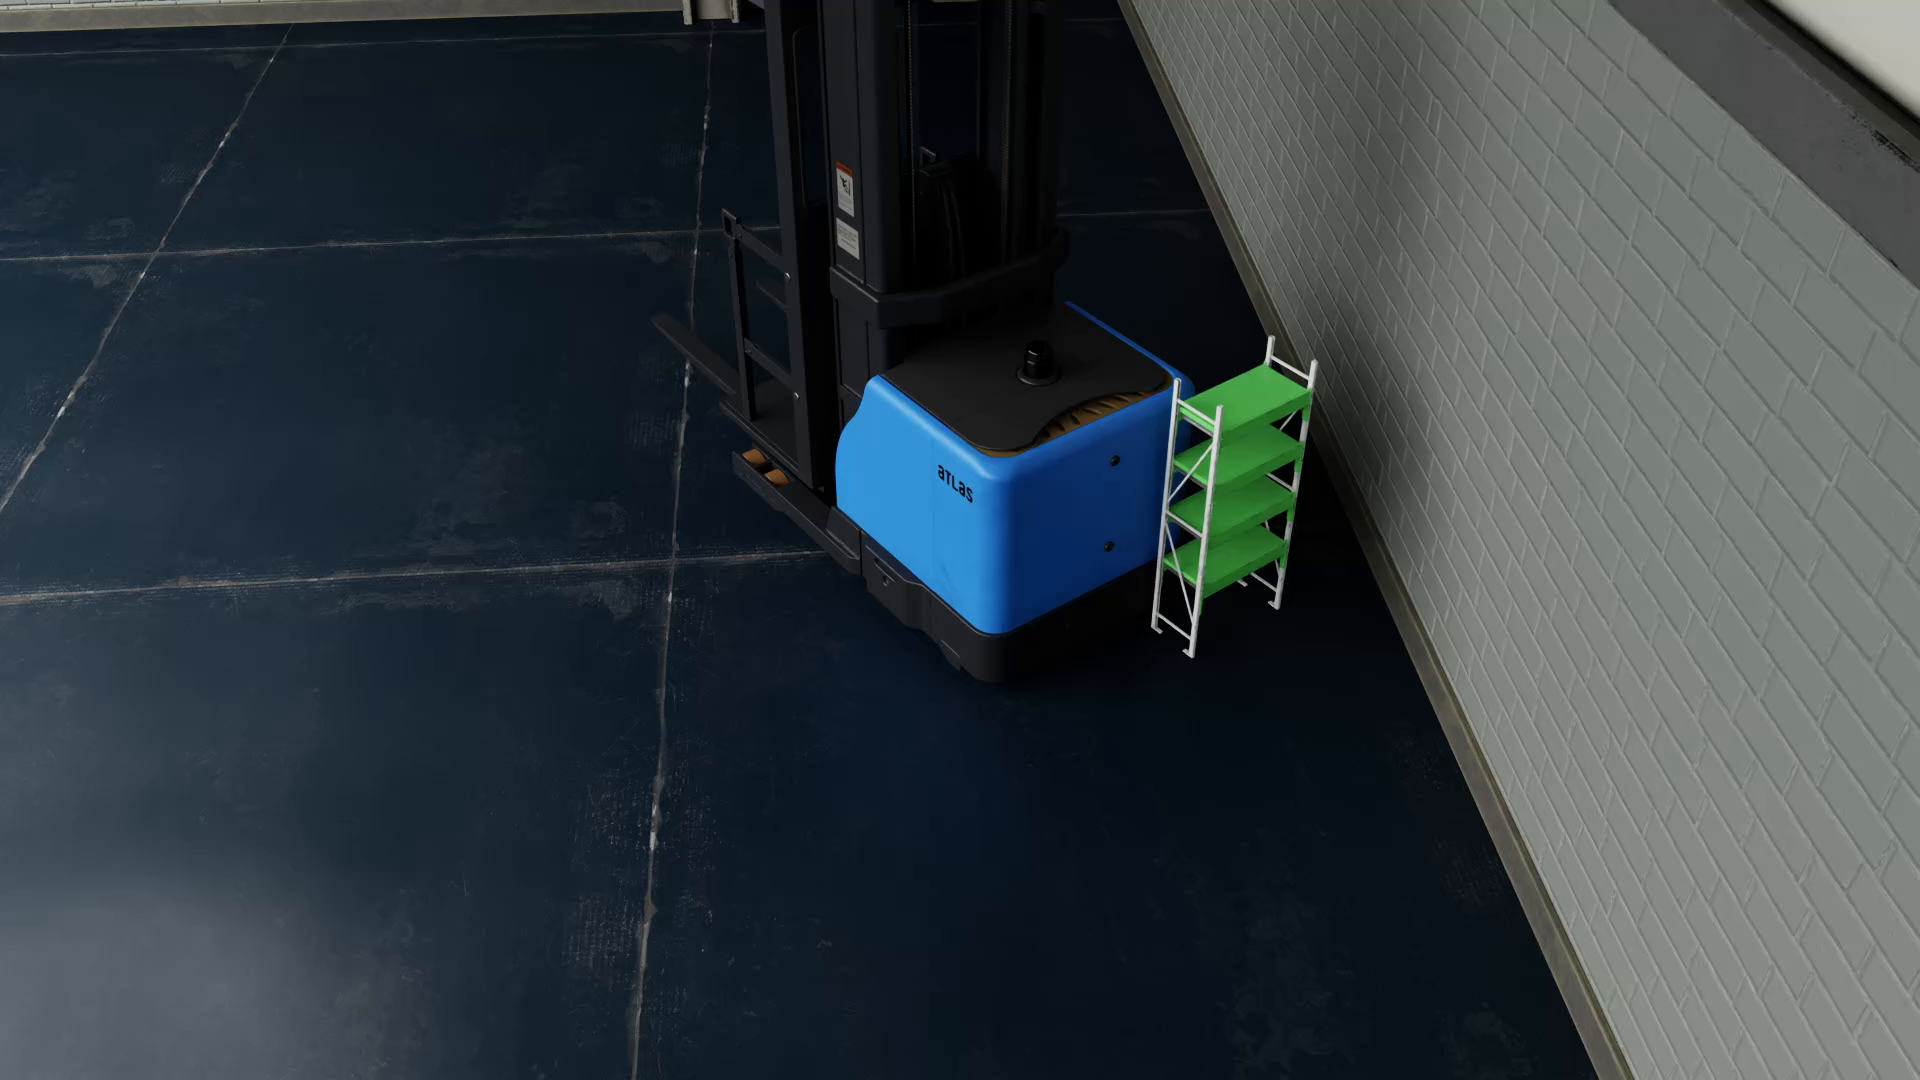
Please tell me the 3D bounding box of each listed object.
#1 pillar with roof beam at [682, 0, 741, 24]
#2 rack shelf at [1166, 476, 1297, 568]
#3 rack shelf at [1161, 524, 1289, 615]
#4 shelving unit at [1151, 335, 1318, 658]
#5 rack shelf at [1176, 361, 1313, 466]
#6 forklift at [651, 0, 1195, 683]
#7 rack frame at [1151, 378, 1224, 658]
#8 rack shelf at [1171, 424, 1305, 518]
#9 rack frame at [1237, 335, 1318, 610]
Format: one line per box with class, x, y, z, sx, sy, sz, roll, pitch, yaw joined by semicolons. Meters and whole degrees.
pillar with roof beam;-1.413;-4.687;5.926;0.400;9.000;9.100;-3;38;-4
rack shelf;1.053;-0.101;6.513;0.480;0.148;0.258;-26;45;-29
rack shelf;1.053;0.087;6.662;0.480;0.148;0.258;-26;45;-29
shelving unit;1.053;-0.152;6.474;0.503;1.200;0.258;-26;45;-29
rack shelf;1.053;-0.478;6.216;0.480;0.148;0.258;-26;45;-29
forklift;-0.371;-1.460;6.735;1.130;2.935;3.031;-25;45;-28
rack frame;0.860;-0.059;6.356;0.015;1.200;0.240;-26;45;-29
rack shelf;1.053;-0.290;6.364;0.480;0.148;0.258;-26;45;-29
rack frame;1.247;-0.244;6.591;0.015;1.200;0.240;-26;45;-29
